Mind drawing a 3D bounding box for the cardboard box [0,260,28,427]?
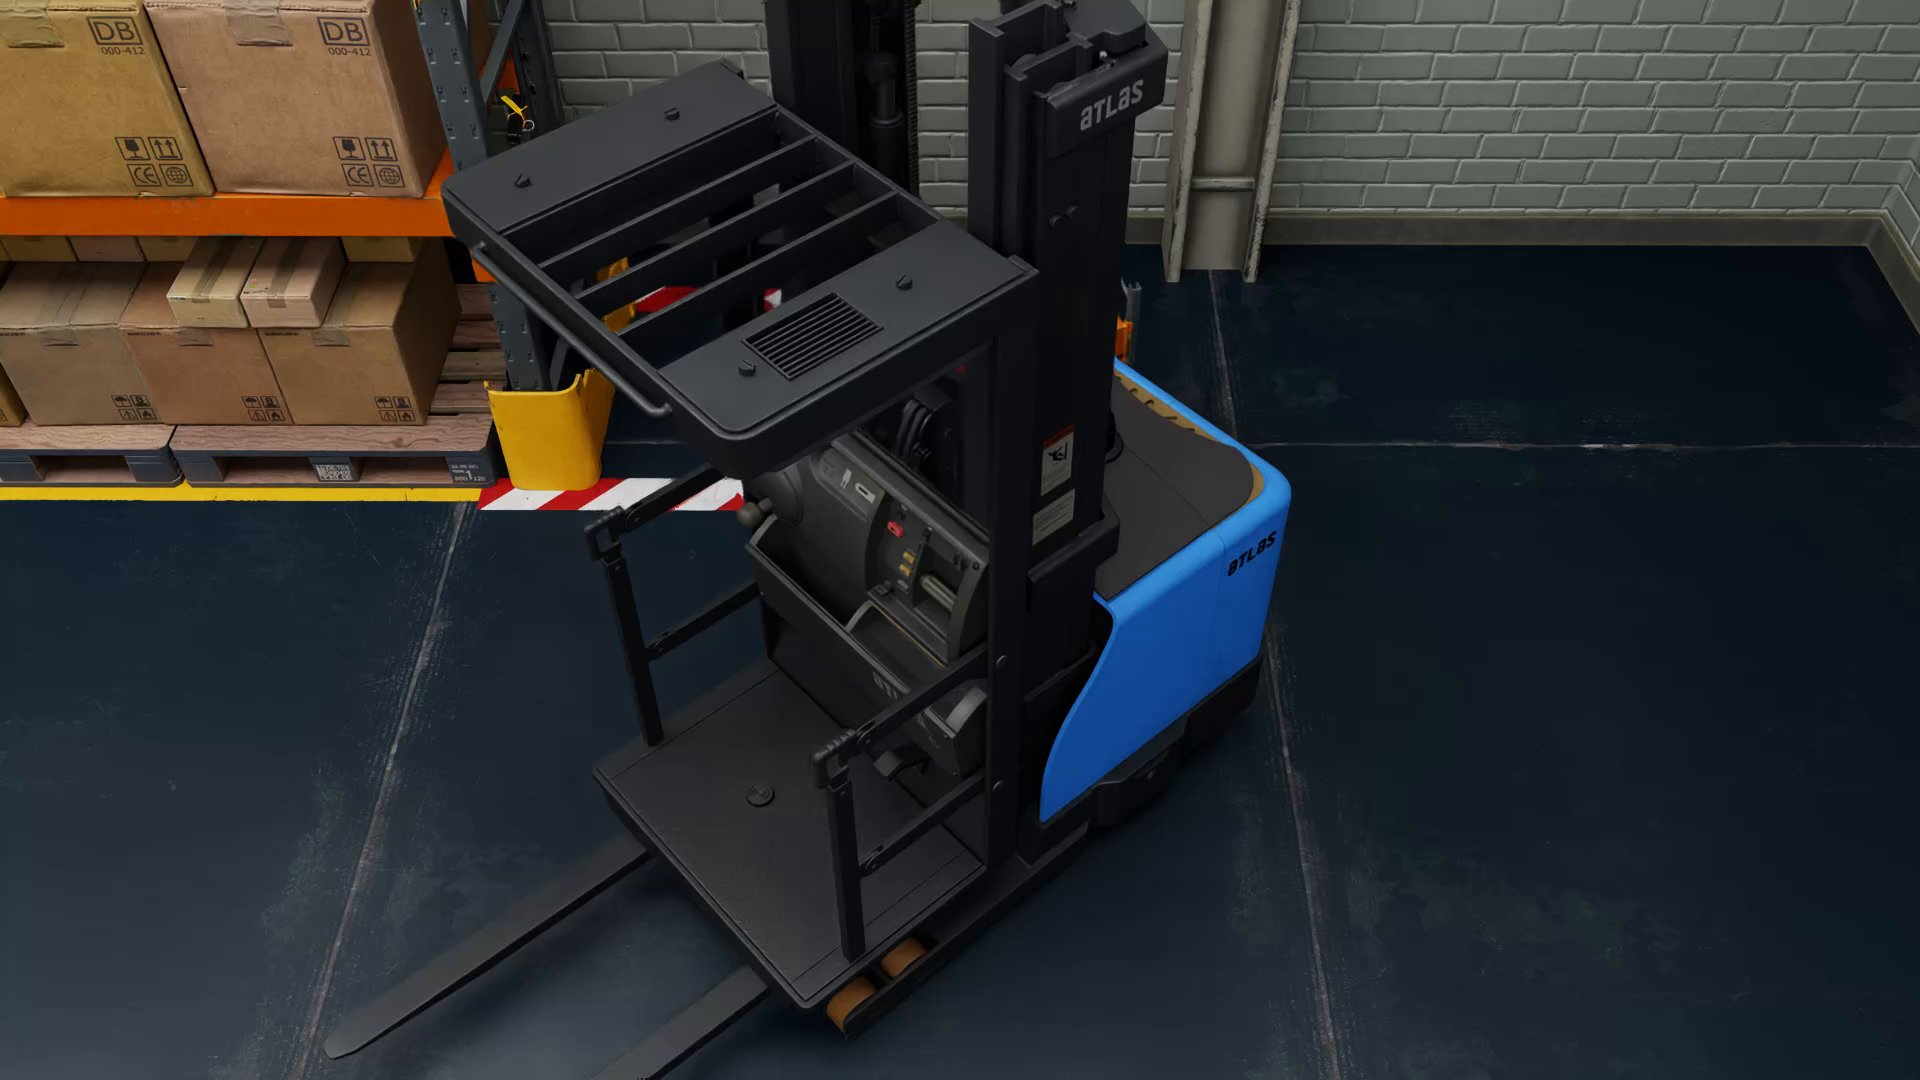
[{"bbox_3d":[-3.834,-0.860,6.422,0.500,0.500,0.700,1,47,1],"label":"cardboard box"}]

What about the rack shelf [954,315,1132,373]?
[{"bbox_3d":[0.028,-0.715,5.747,1.000,0.278,0.538,-12,48,-11],"label":"rack shelf"}]

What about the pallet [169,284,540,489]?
[{"bbox_3d":[-2.397,-0.637,6.699,1.213,0.211,1.003,0,47,0],"label":"pallet"}]

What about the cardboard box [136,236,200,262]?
[{"bbox_3d":[-2.929,-1.231,6.324,0.250,0.149,0.380,1,47,0],"label":"cardboard box"}]

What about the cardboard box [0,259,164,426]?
[{"bbox_3d":[-3.301,-0.864,6.426,0.500,0.500,0.700,-1,47,-1],"label":"cardboard box"}]

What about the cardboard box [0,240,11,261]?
[{"bbox_3d":[-3.693,-1.232,6.325,0.250,0.149,0.380,-1,47,-1],"label":"cardboard box"}]

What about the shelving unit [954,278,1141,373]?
[{"bbox_3d":[0.028,-0.516,5.961,1.048,1.125,0.538,-12,48,-11],"label":"shelving unit"}]

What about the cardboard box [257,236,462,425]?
[{"bbox_3d":[-2.298,-0.862,6.424,0.500,0.500,0.700,0,47,0],"label":"cardboard box"}]

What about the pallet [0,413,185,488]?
[{"bbox_3d":[-3.614,-0.642,6.704,1.213,0.211,1.003,0,47,0],"label":"pallet"}]

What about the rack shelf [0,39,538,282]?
[{"bbox_3d":[-3.597,-1.402,5.997,4.000,0.370,1.077,0,47,0],"label":"rack shelf"}]

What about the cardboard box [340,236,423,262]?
[{"bbox_3d":[-2.172,-1.229,6.323,0.250,0.149,0.380,0,47,0],"label":"cardboard box"}]

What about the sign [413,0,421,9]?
[{"bbox_3d":[-1.613,-1.720,4.849,0.005,0.325,0.100,0,47,0],"label":"sign"}]

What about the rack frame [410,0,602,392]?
[{"bbox_3d":[-1.597,-1.642,5.729,0.127,3.000,1.000,0,47,0],"label":"rack frame"}]

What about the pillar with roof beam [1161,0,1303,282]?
[{"bbox_3d":[1.090,-1.161,1.183,0.400,9.000,9.100,0,47,0],"label":"pillar with roof beam"}]

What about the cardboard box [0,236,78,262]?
[{"bbox_3d":[-3.440,-1.231,6.325,0.250,0.149,0.380,1,47,1],"label":"cardboard box"}]

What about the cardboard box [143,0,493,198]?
[{"bbox_3d":[-2.107,-1.738,5.614,0.700,0.700,0.980,2,47,2],"label":"cardboard box"}]

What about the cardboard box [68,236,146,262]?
[{"bbox_3d":[-3.183,-1.231,6.324,0.250,0.149,0.380,1,47,1],"label":"cardboard box"}]

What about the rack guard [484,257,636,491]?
[{"bbox_3d":[-1.573,-0.790,6.644,0.348,0.500,1.175,0,47,0],"label":"rack guard"}]

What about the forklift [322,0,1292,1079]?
[{"bbox_3d":[-0.428,0.010,4.239,3.031,2.935,1.130,-33,55,-27],"label":"forklift"}]

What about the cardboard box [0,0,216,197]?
[{"bbox_3d":[-2.835,-1.732,5.608,0.700,0.700,0.980,0,47,0],"label":"cardboard box"}]

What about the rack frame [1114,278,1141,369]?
[{"bbox_3d":[0.517,-0.617,6.056,0.032,1.125,0.500,-12,48,-11],"label":"rack frame"}]

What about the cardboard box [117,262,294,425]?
[{"bbox_3d":[-2.798,-0.863,6.425,0.500,0.500,0.700,0,47,0],"label":"cardboard box"}]

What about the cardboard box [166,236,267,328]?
[{"bbox_3d":[-2.682,-0.950,6.063,0.250,0.149,0.380,1,47,1],"label":"cardboard box"}]

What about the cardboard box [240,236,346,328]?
[{"bbox_3d":[-2.427,-0.950,6.063,0.250,0.149,0.380,0,47,0],"label":"cardboard box"}]

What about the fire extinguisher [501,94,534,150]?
[{"bbox_3d":[-1.448,-1.150,5.579,0.183,0.674,0.296,0,47,0],"label":"fire extinguisher"}]
